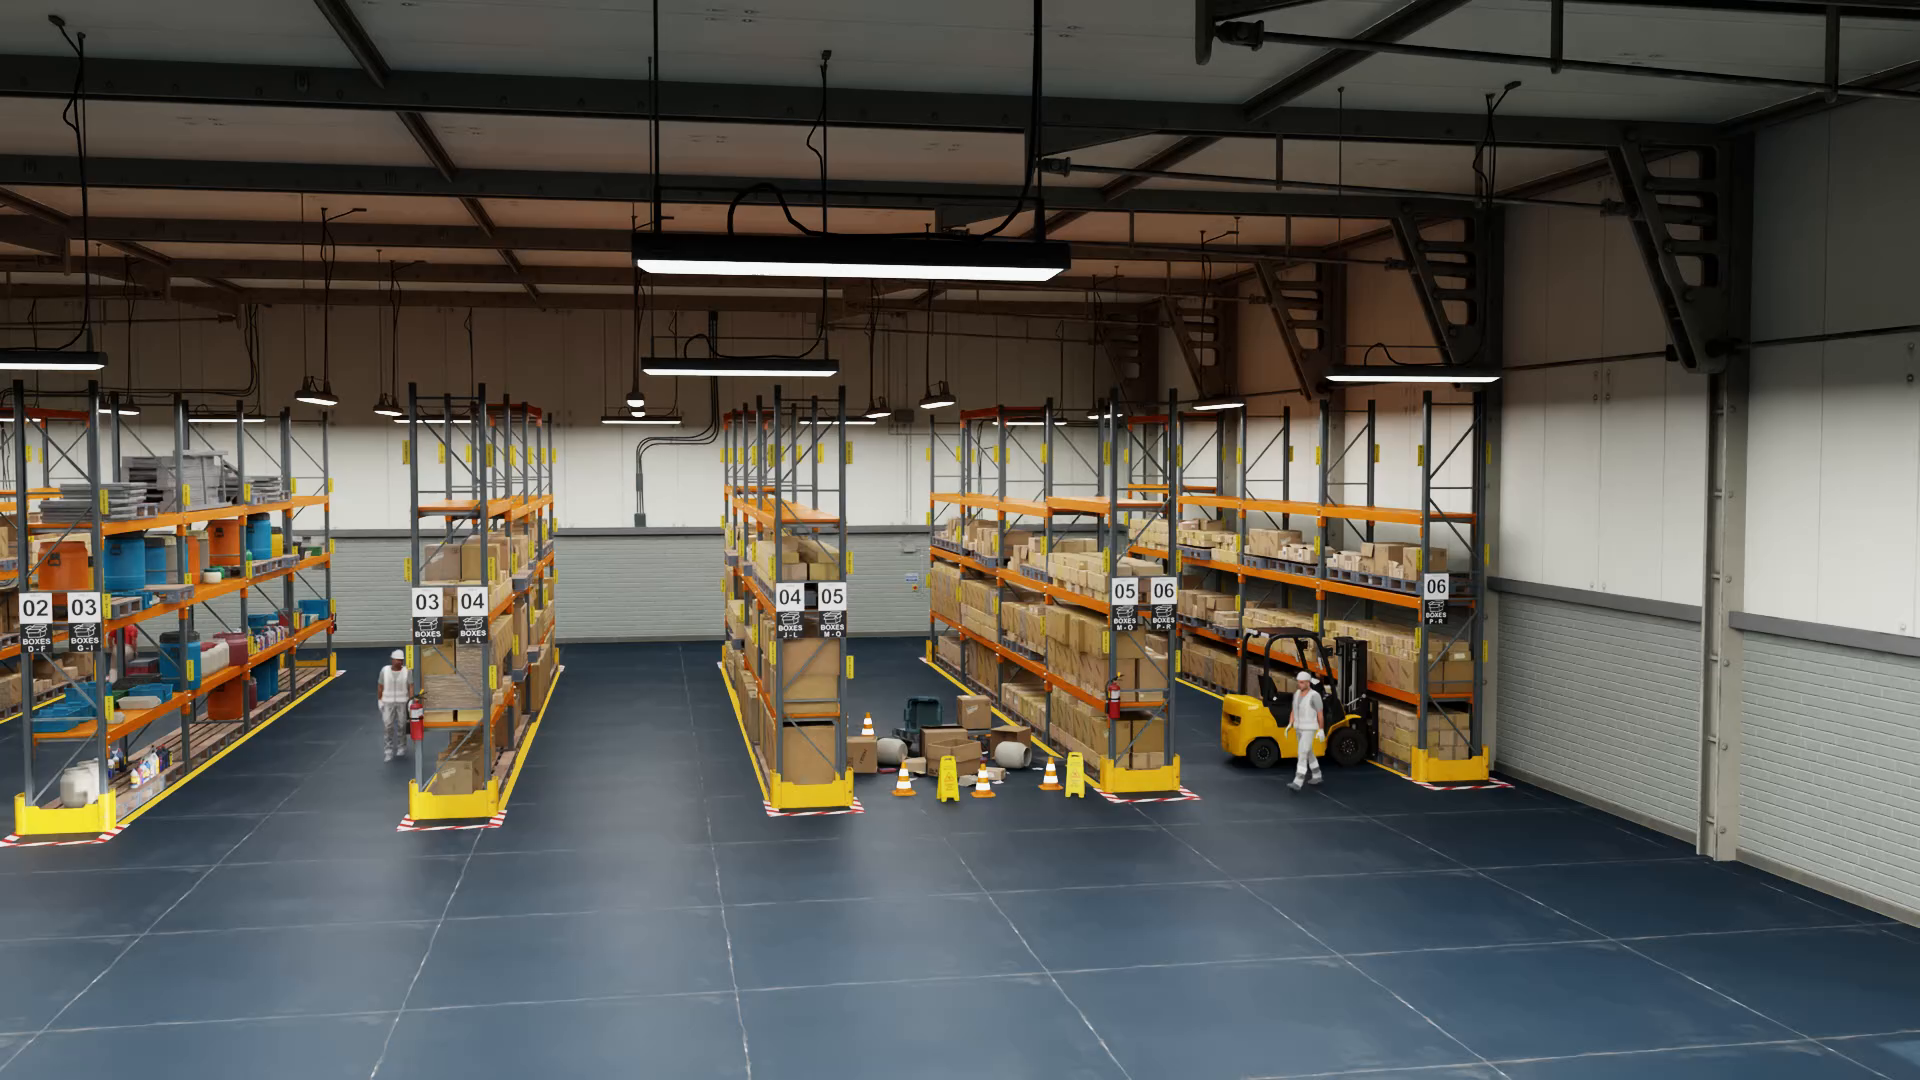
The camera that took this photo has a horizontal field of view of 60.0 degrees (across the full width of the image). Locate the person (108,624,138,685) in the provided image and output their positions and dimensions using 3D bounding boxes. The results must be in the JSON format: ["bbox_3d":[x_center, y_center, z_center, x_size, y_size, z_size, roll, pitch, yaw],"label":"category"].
[{"bbox_3d":[-17.600,2.388,34.910,0.594,1.699,0.656,0,3,-9],"label":"person"}]

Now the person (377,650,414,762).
[{"bbox_3d":[-9.323,2.730,27.496,0.578,1.806,0.666,-1,3,-19],"label":"person"}]

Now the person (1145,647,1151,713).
[{"bbox_3d":[3.402,2.628,31.181,0.507,1.706,0.595,-1,3,-14],"label":"person"}]

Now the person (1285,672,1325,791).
[{"bbox_3d":[5.149,2.856,25.007,0.918,1.759,0.524,-2,3,-28],"label":"person"}]
